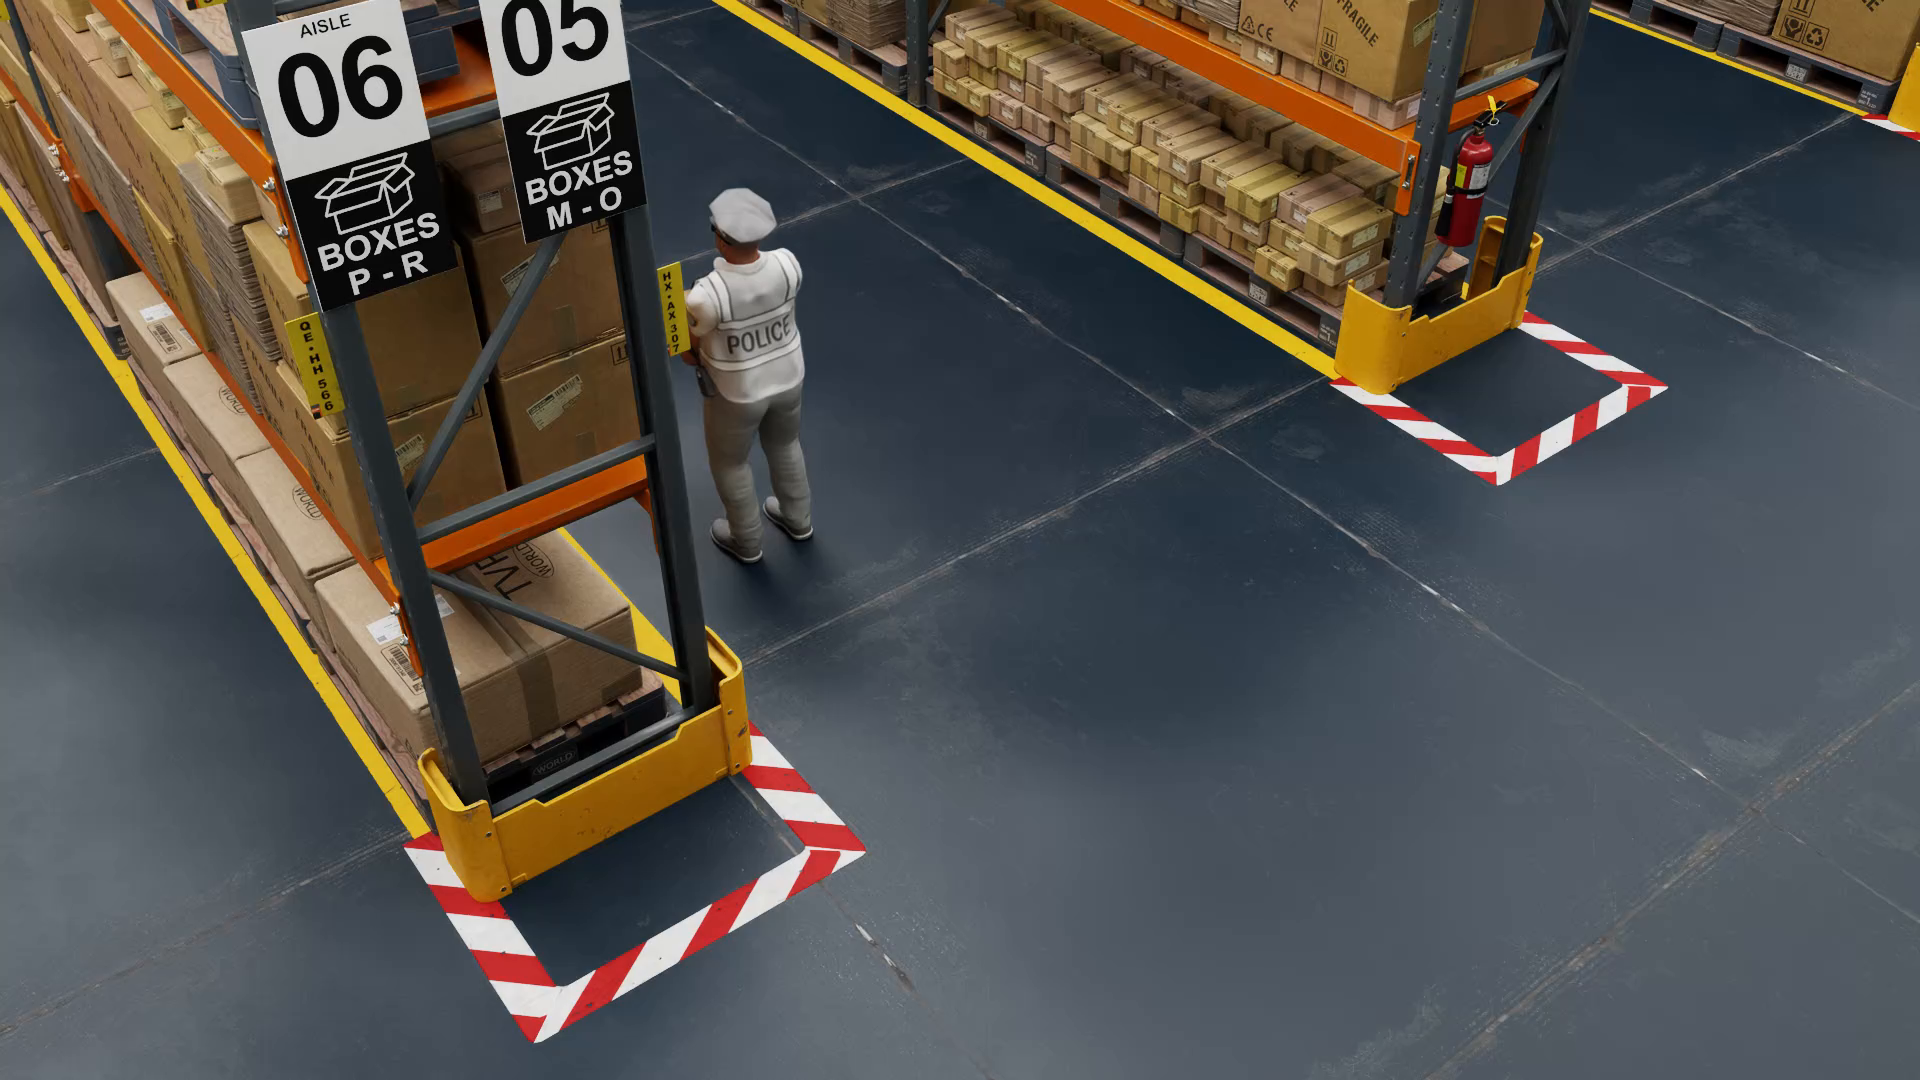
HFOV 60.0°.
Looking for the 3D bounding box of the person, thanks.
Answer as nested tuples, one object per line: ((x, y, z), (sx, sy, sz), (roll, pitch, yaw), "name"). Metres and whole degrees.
((-0.930, -0.713, 6.983), (0.494, 1.768, 0.572), (-26, 47, -28), "person")
